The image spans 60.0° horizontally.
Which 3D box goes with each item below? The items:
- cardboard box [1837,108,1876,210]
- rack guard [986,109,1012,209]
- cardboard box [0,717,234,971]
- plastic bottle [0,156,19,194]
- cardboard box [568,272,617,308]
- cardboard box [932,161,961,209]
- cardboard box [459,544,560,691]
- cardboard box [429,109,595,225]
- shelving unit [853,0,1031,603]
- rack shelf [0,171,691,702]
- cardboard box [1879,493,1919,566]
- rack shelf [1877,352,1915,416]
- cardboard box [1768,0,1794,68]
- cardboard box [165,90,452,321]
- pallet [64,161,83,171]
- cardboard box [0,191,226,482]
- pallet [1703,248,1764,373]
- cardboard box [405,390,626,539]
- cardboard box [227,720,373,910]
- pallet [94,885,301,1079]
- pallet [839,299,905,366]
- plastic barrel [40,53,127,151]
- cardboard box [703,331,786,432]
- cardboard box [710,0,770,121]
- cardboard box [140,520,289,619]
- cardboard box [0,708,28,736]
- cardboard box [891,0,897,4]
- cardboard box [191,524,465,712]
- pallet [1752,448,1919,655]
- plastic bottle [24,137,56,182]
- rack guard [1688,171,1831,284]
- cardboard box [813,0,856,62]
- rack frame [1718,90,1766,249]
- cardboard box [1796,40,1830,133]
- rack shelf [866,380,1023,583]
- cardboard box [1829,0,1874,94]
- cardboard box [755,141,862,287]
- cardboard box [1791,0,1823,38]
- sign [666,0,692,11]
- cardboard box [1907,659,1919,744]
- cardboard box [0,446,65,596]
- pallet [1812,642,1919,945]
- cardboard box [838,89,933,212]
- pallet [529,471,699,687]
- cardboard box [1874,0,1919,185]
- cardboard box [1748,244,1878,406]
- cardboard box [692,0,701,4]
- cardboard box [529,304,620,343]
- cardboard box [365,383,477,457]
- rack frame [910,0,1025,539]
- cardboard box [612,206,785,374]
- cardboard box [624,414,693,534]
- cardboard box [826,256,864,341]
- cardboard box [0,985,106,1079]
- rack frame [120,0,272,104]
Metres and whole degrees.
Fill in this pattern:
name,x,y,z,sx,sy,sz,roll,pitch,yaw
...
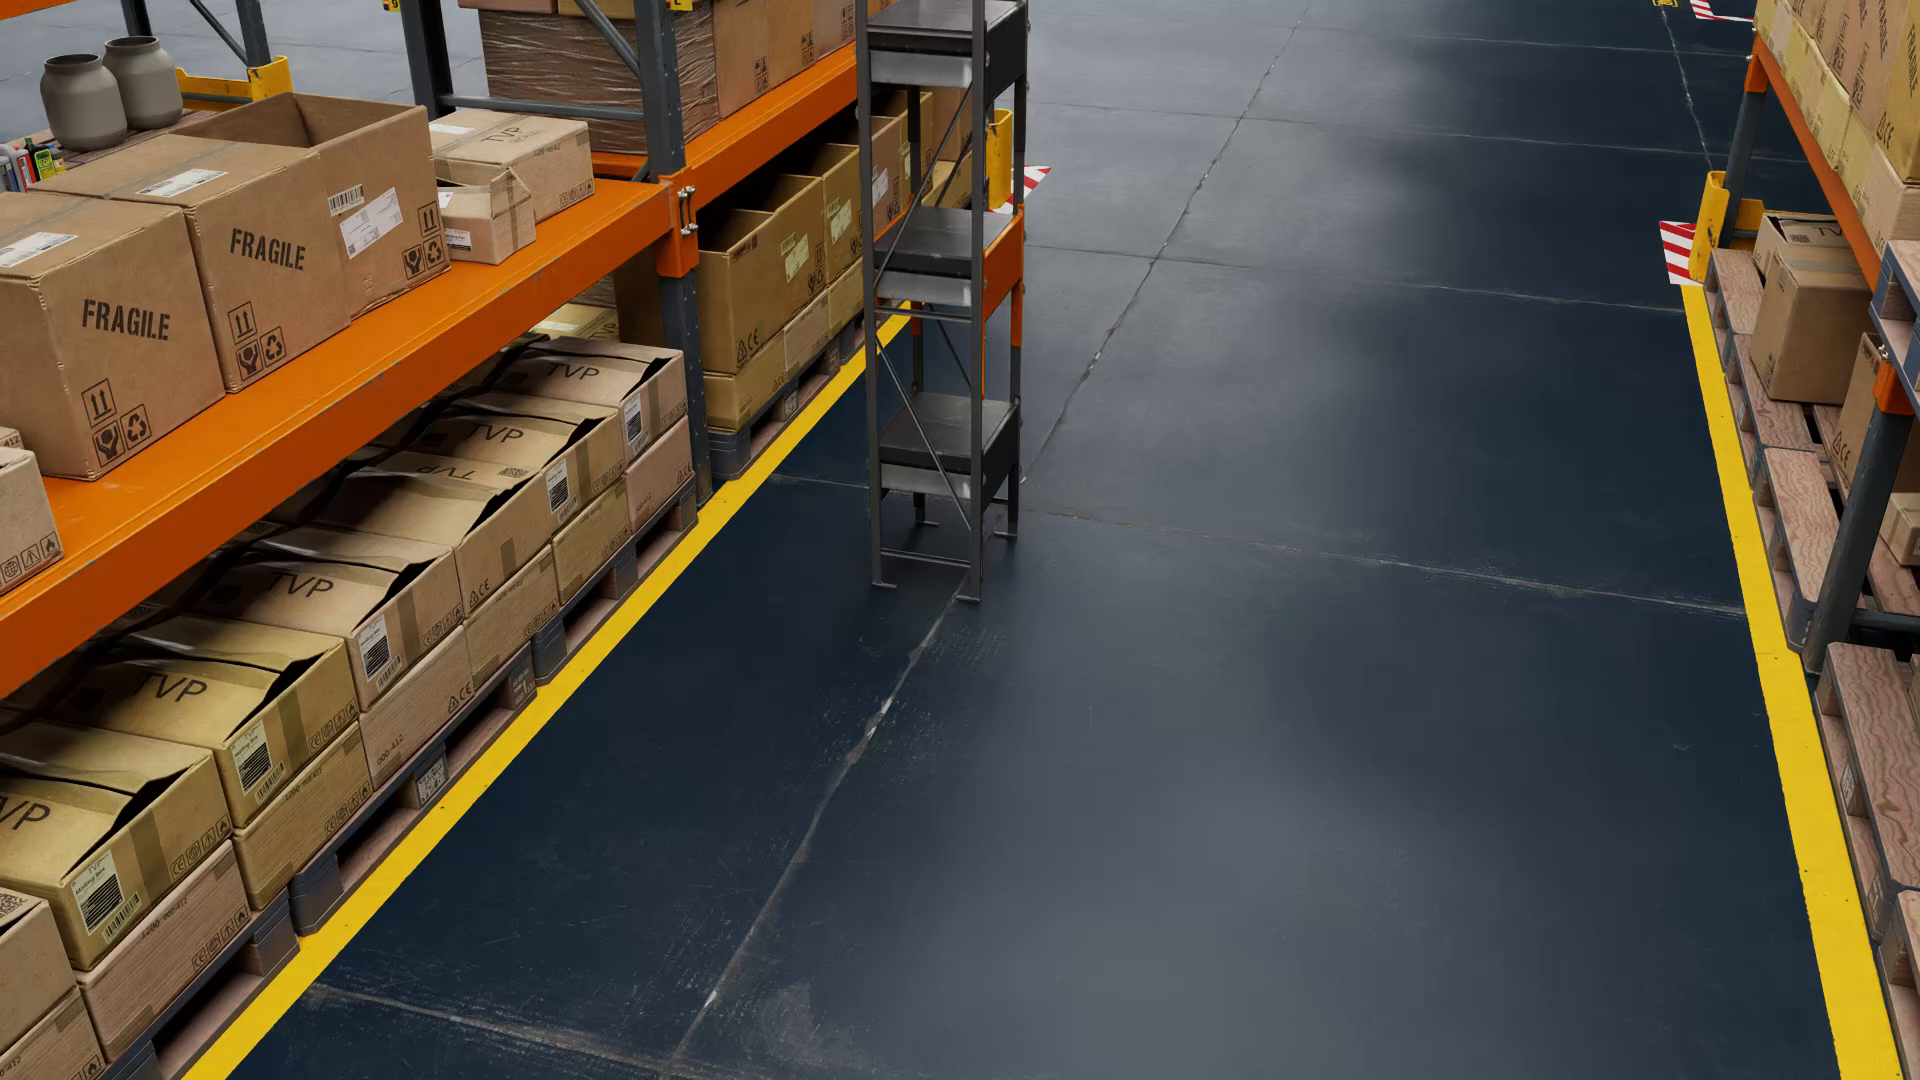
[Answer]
name,x,y,z,sx,sy,sz,roll,pitch,yaw
cardboard box,3.271,-1.260,5.564,0.500,0.250,0.500,9,30,15
rack guard,-0.288,-2.306,9.882,1.175,0.500,0.348,8,30,15
cardboard box,-2.062,0.657,3.804,0.500,0.311,0.500,8,30,14
plastic bottle,-5.290,-2.004,9.117,0.152,0.276,0.135,8,30,13
cardboard box,-1.384,-1.316,7.154,0.500,0.500,0.500,8,30,15
cardboard box,-0.305,-1.844,8.876,0.500,0.250,0.500,8,30,15
cardboard box,-1.613,0.196,5.208,0.500,0.250,0.500,9,30,16
cardboard box,-1.572,-1.228,5.526,0.500,0.250,0.500,10,31,18
shelving unit,-0.049,-0.841,5.601,0.431,2.100,0.503,8,30,15
rack shelf,-2.056,-0.285,4.416,1.077,0.370,4.000,8,30,15
cardboard box,3.396,-0.030,5.681,0.380,0.166,0.250,5,29,8
rack shelf,2.681,0.420,3.149,1.077,0.370,4.000,8,30,15
cardboard box,3.856,-2.201,7.254,0.500,0.250,0.500,8,30,13
cardboard box,-1.865,-0.973,4.810,0.500,0.500,0.500,11,31,18
pallet,-5.610,-1.894,9.437,1.003,0.211,1.213,8,30,15
cardboard box,-2.166,-0.495,3.952,0.500,0.500,0.500,7,30,12
pallet,4.147,-1.056,7.931,1.003,0.211,1.213,8,30,15
cardboard box,-1.460,-0.284,5.494,0.500,0.311,0.500,9,30,16
cardboard box,-1.915,0.671,4.355,0.500,0.250,0.500,8,30,14
pallet,-2.364,1.172,3.926,1.003,0.211,1.213,8,30,15
pallet,-0.839,-1.242,8.266,1.003,0.211,1.213,8,30,15
plastic barrel,-5.296,-2.643,10.042,0.421,0.512,0.421,0,29,0
cardboard box,-1.043,-0.683,6.788,0.500,0.250,0.500,8,30,15
cardboard box,-1.196,-2.025,6.703,0.700,0.500,0.500,8,30,14
cardboard box,-2.278,0.116,4.776,0.500,0.311,0.500,9,30,16
cardboard box,-2.578,0.582,3.937,0.500,0.311,0.500,8,30,14
cardboard box,-0.594,-2.971,8.403,0.700,0.500,0.500,9,30,16
cardboard box,-1.760,0.181,4.659,0.500,0.311,0.500,8,30,14
pallet,3.431,0.078,5.893,1.003,0.211,1.213,8,30,15
plastic bottle,-5.166,-2.128,9.332,0.061,0.283,0.133,9,30,16
rack guard,4.419,-1.555,8.530,1.175,0.500,0.348,8,30,15
cardboard box,-0.896,-2.496,7.549,0.700,0.500,0.500,9,30,16
rack frame,4.442,-2.682,7.986,1.000,3.000,0.127,8,30,15
cardboard box,3.551,-1.730,6.408,0.500,0.250,0.500,9,30,15
rack shelf,-0.049,-0.217,5.948,0.431,0.518,0.480,8,30,15
cardboard box,3.410,-1.823,5.805,0.500,0.500,0.500,8,30,13
cardboard box,-0.740,-1.474,7.439,0.500,0.500,0.500,8,30,15
cardboard box,3.702,-2.307,6.674,0.500,0.500,0.500,8,30,13
sign,-0.947,-1.927,5.519,0.100,0.325,0.005,8,30,15
cardboard box,3.068,0.421,4.526,0.700,0.500,0.500,10,30,17
cardboard box,-2.195,-0.019,3.290,0.500,0.311,0.500,8,30,14
pallet,3.041,0.757,4.672,1.003,0.211,1.213,8,30,15
cardboard box,-0.447,-1.939,8.274,0.500,0.500,0.500,8,30,15
pallet,-1.648,0.038,5.965,1.003,0.211,1.213,8,30,15
cardboard box,3.111,-1.358,4.968,0.500,0.500,0.500,8,30,15
cardboard box,3.722,-0.875,6.856,0.700,0.500,0.500,7,30,12
cardboard box,-1.131,-2.070,6.115,0.380,0.149,0.250,9,30,16
cardboard box,-1.542,-0.757,6.922,0.500,0.250,0.500,8,30,15
cardboard box,-1.980,-0.367,5.644,0.500,0.311,0.500,8,30,14
rack frame,0.023,-0.954,5.805,0.400,2.100,0.015,8,30,15
cardboard box,-1.033,-1.009,6.603,0.500,0.500,0.500,8,30,15
cardboard box,-1.314,-0.276,6.058,0.500,0.250,0.500,8,30,14
cardboard box,-0.740,-1.146,7.621,0.500,0.250,0.500,8,30,15
cardboard box,-2.209,1.147,3.499,0.500,0.250,0.500,8,30,15
rack frame,-5.029,-4.096,10.527,1.000,3.000,0.127,8,30,15
